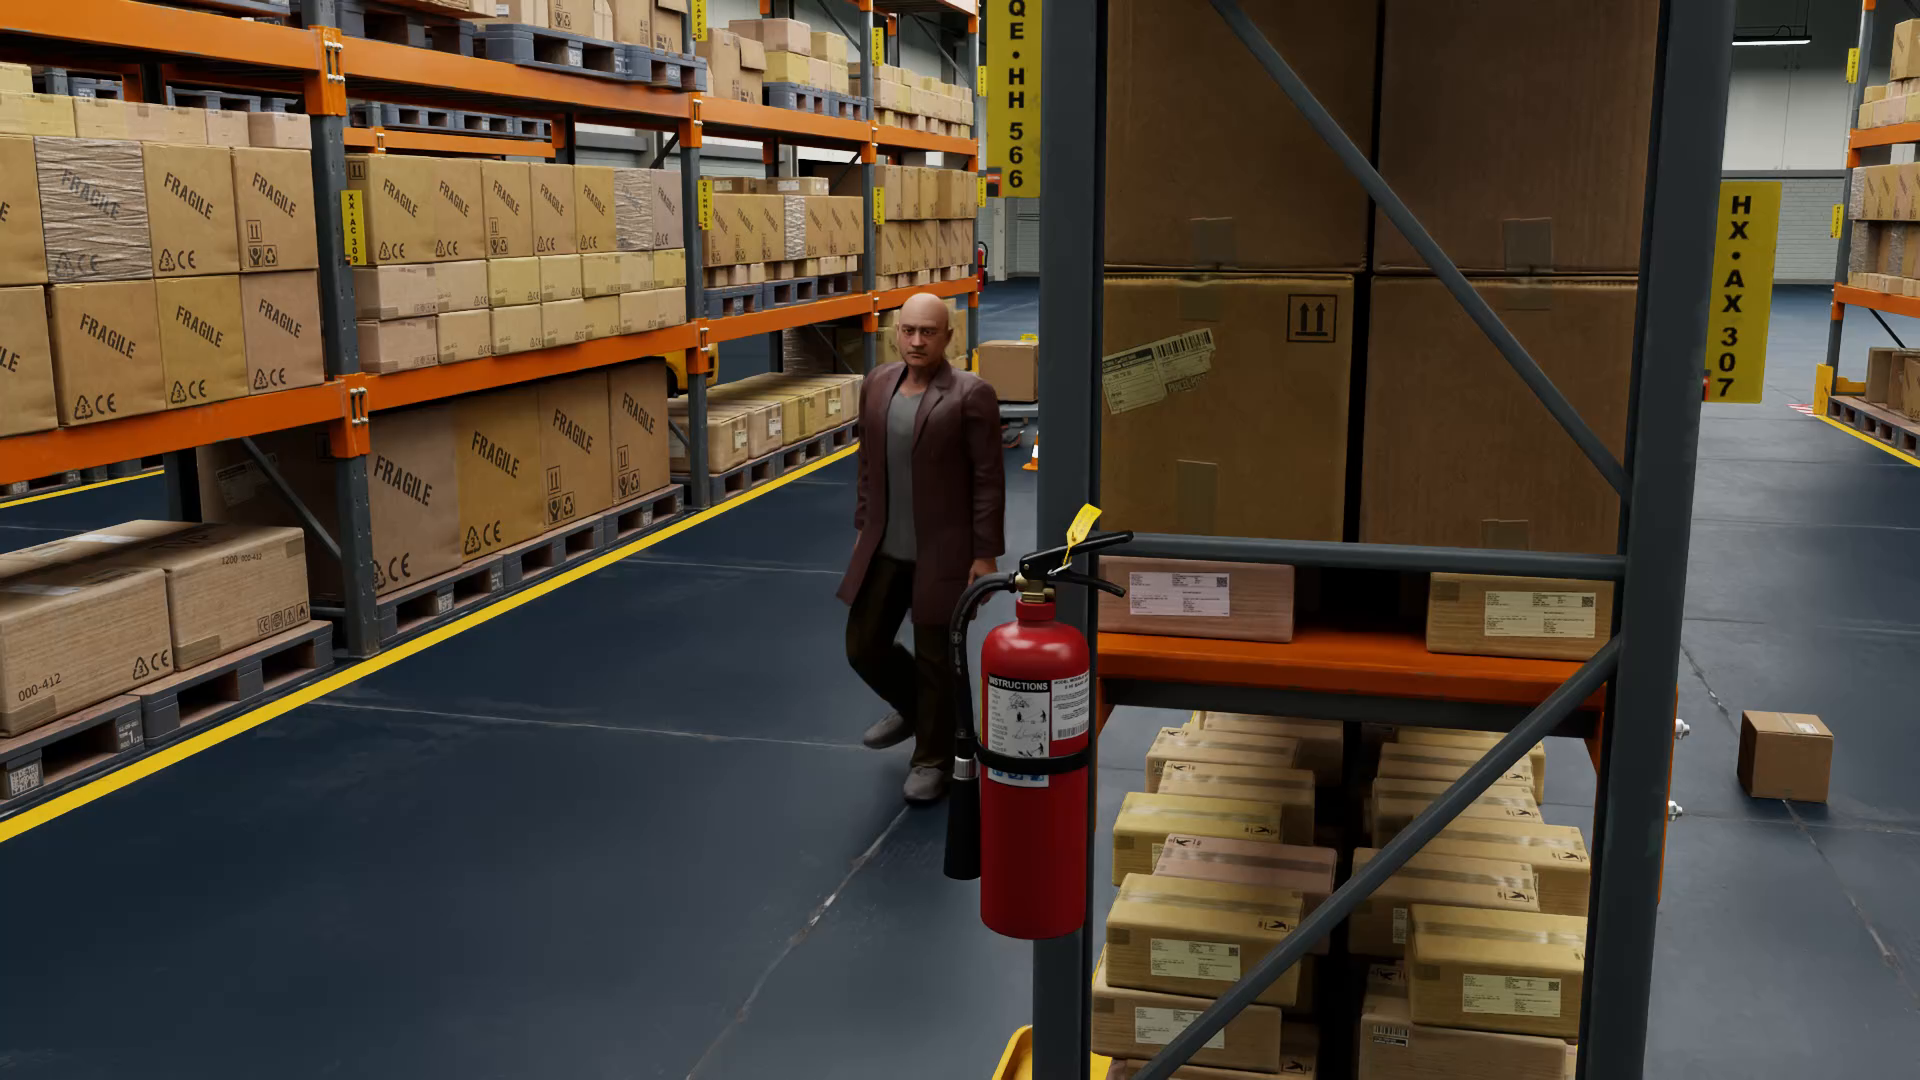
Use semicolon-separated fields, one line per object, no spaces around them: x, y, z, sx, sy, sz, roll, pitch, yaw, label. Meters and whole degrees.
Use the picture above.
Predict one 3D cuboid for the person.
-0.109;0.019;5.844;0.625;1.771;0.580;6;13;27;person
